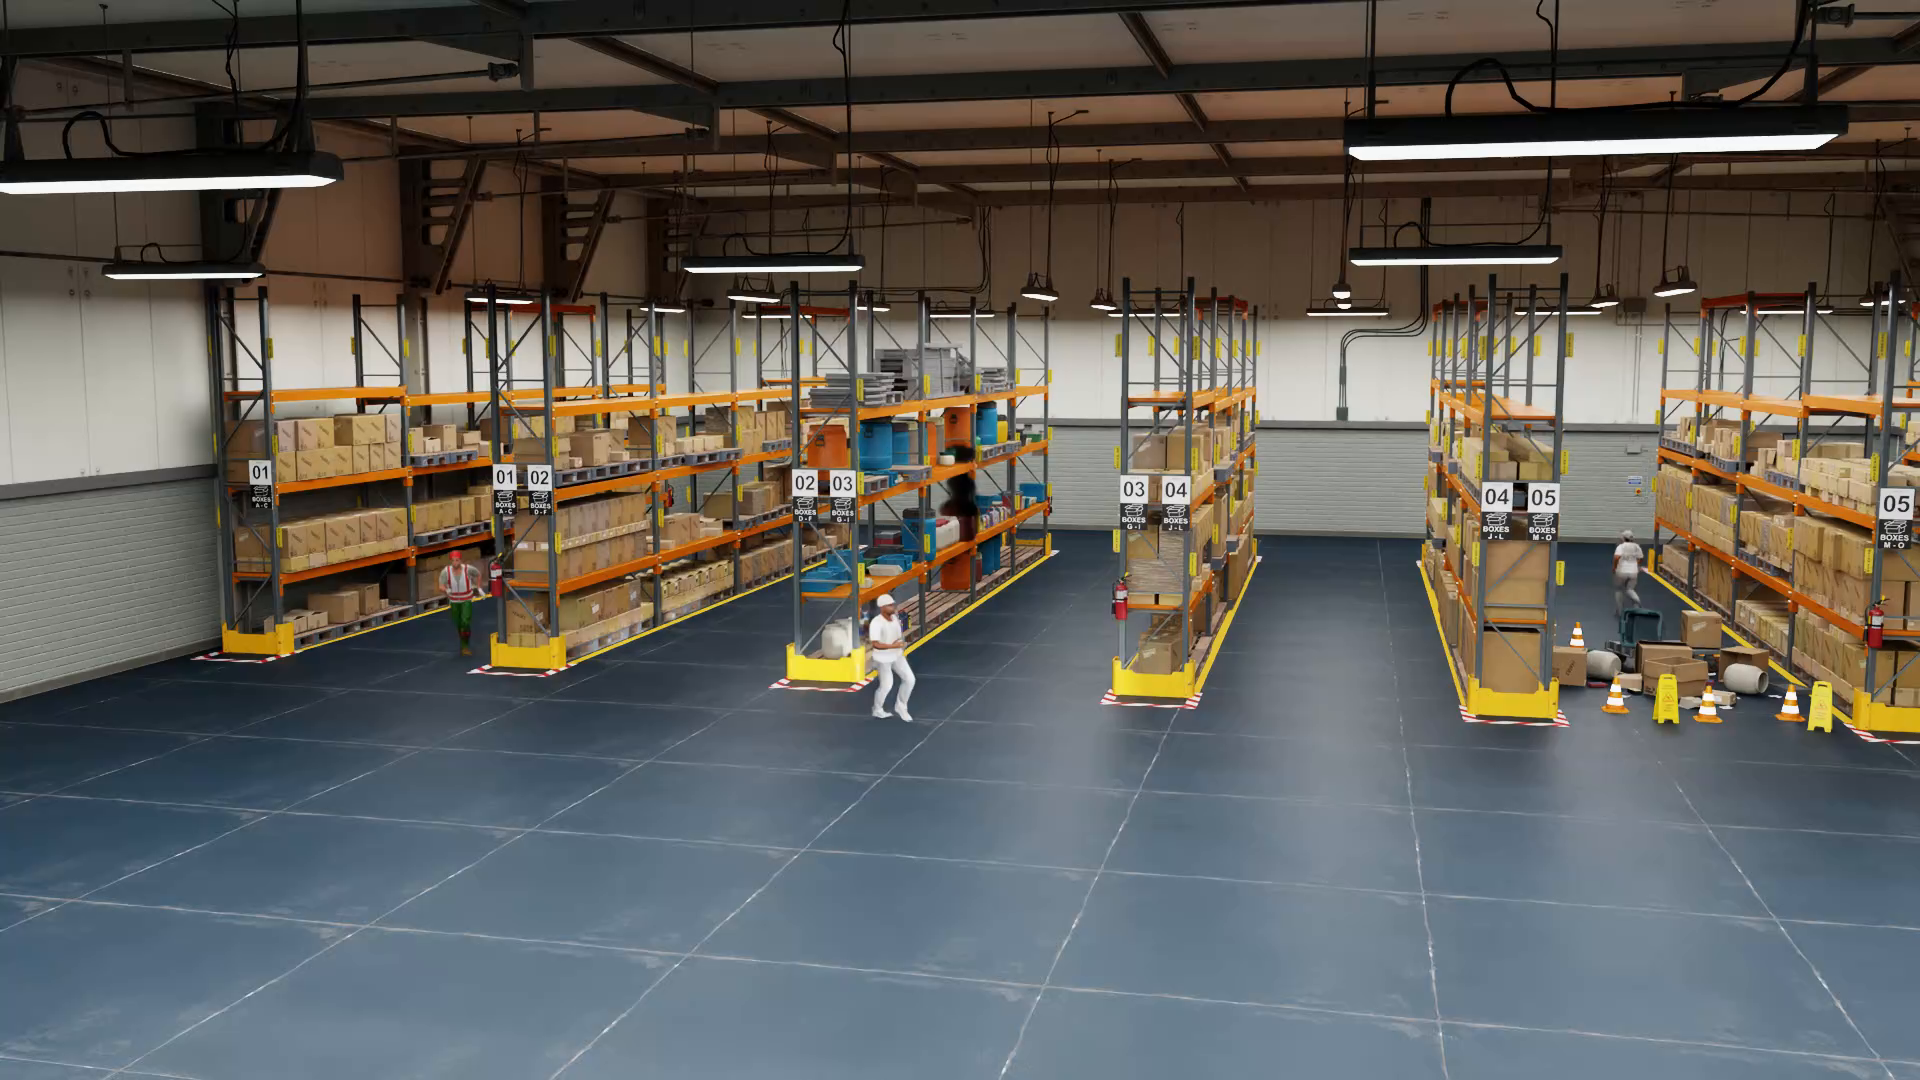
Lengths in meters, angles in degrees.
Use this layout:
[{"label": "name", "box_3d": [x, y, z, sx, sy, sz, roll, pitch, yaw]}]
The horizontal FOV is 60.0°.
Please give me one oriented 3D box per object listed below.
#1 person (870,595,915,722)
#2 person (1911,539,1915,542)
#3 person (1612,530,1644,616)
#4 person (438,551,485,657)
[{"label": "person", "box_3d": [-0.980, 1.593, 22.259, 0.679, 1.762, 0.659, 6, 9, 42]}, {"label": "person", "box_3d": [18.053, 0.532, 31.784, 0.544, 1.583, 0.938, -2, 7, -13]}, {"label": "person", "box_3d": [12.439, 0.643, 31.002, 0.607, 1.652, 0.770, 0, 7, 0]}, {"label": "person", "box_3d": [-8.169, 1.019, 27.305, 0.691, 1.747, 0.948, 0, 7, -2]}]
